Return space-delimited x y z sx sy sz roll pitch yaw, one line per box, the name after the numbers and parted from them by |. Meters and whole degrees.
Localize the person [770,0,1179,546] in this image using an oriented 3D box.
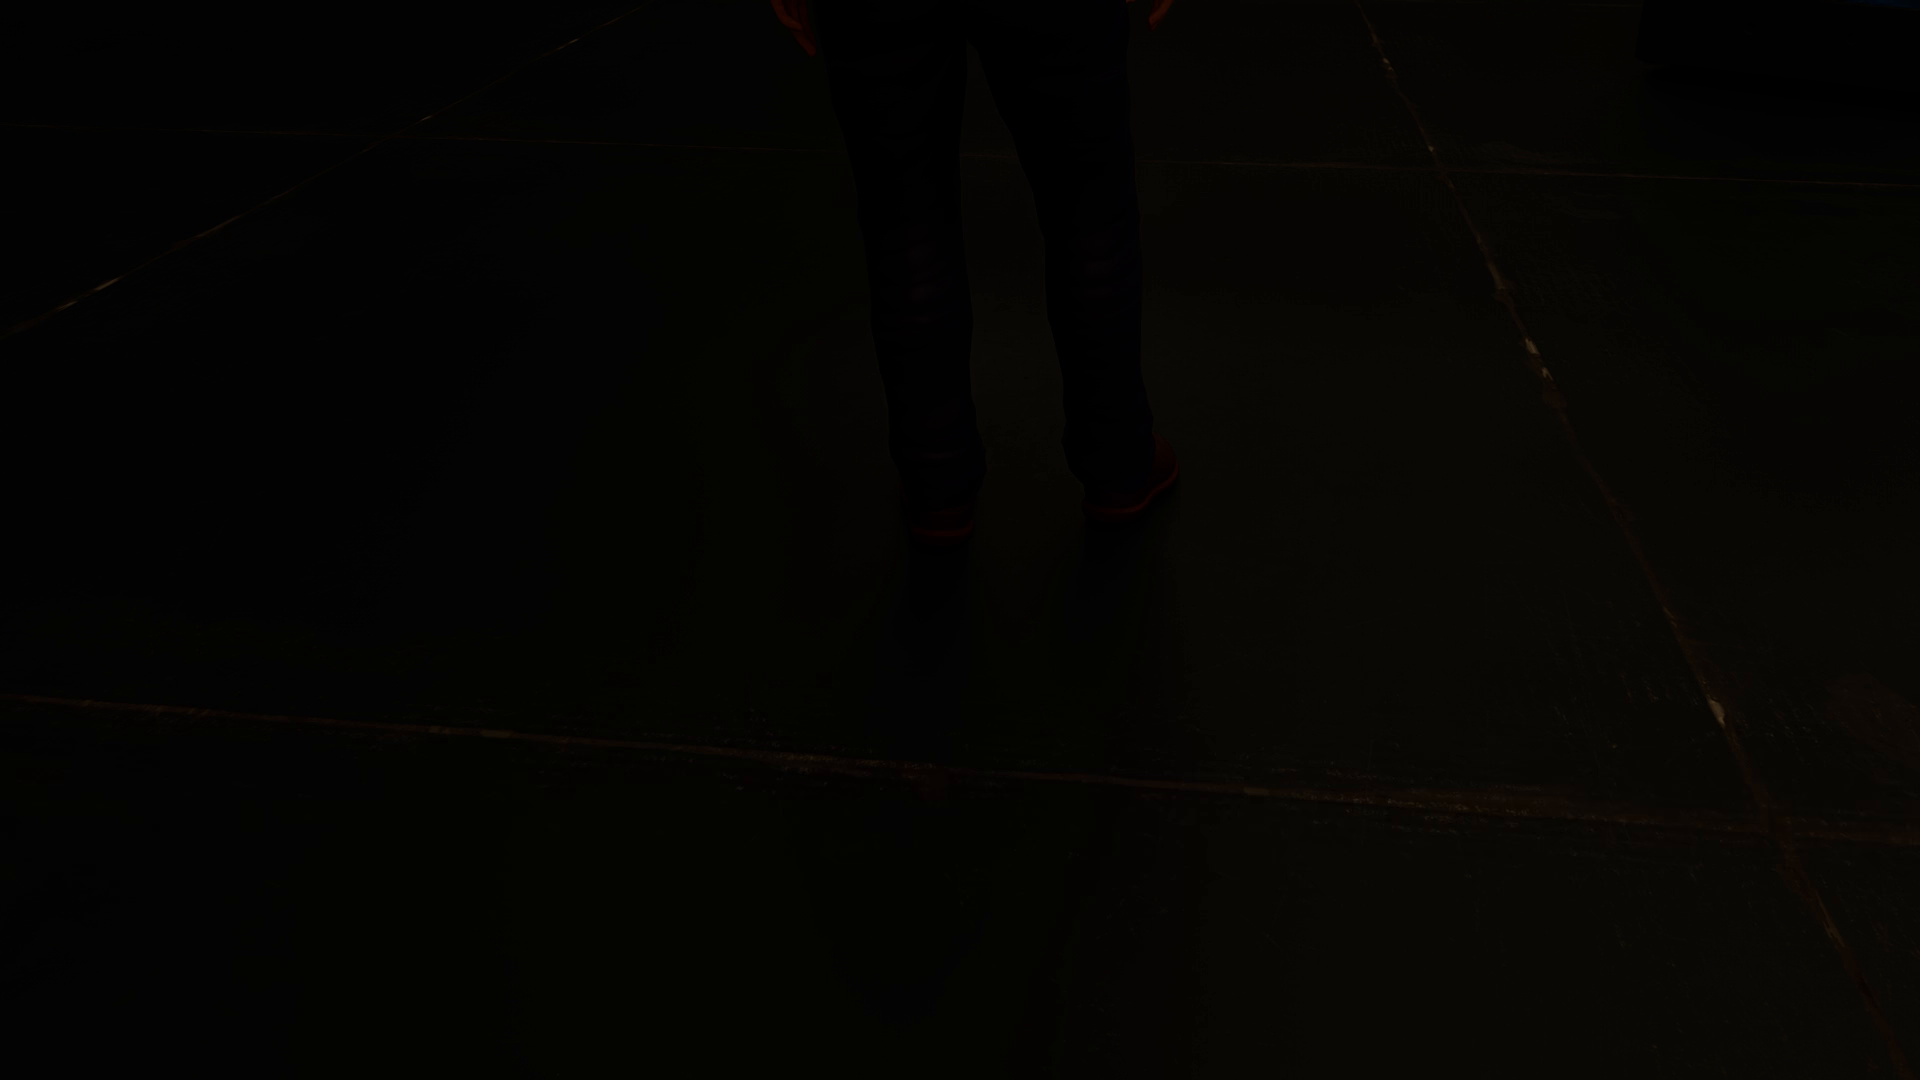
0.035 -0.782 2.206 0.598 1.651 0.502 3 27 7 | person

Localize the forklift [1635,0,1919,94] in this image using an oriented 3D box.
3.597 -3.232 5.696 1.130 2.935 3.031 20 33 35 | forklift
